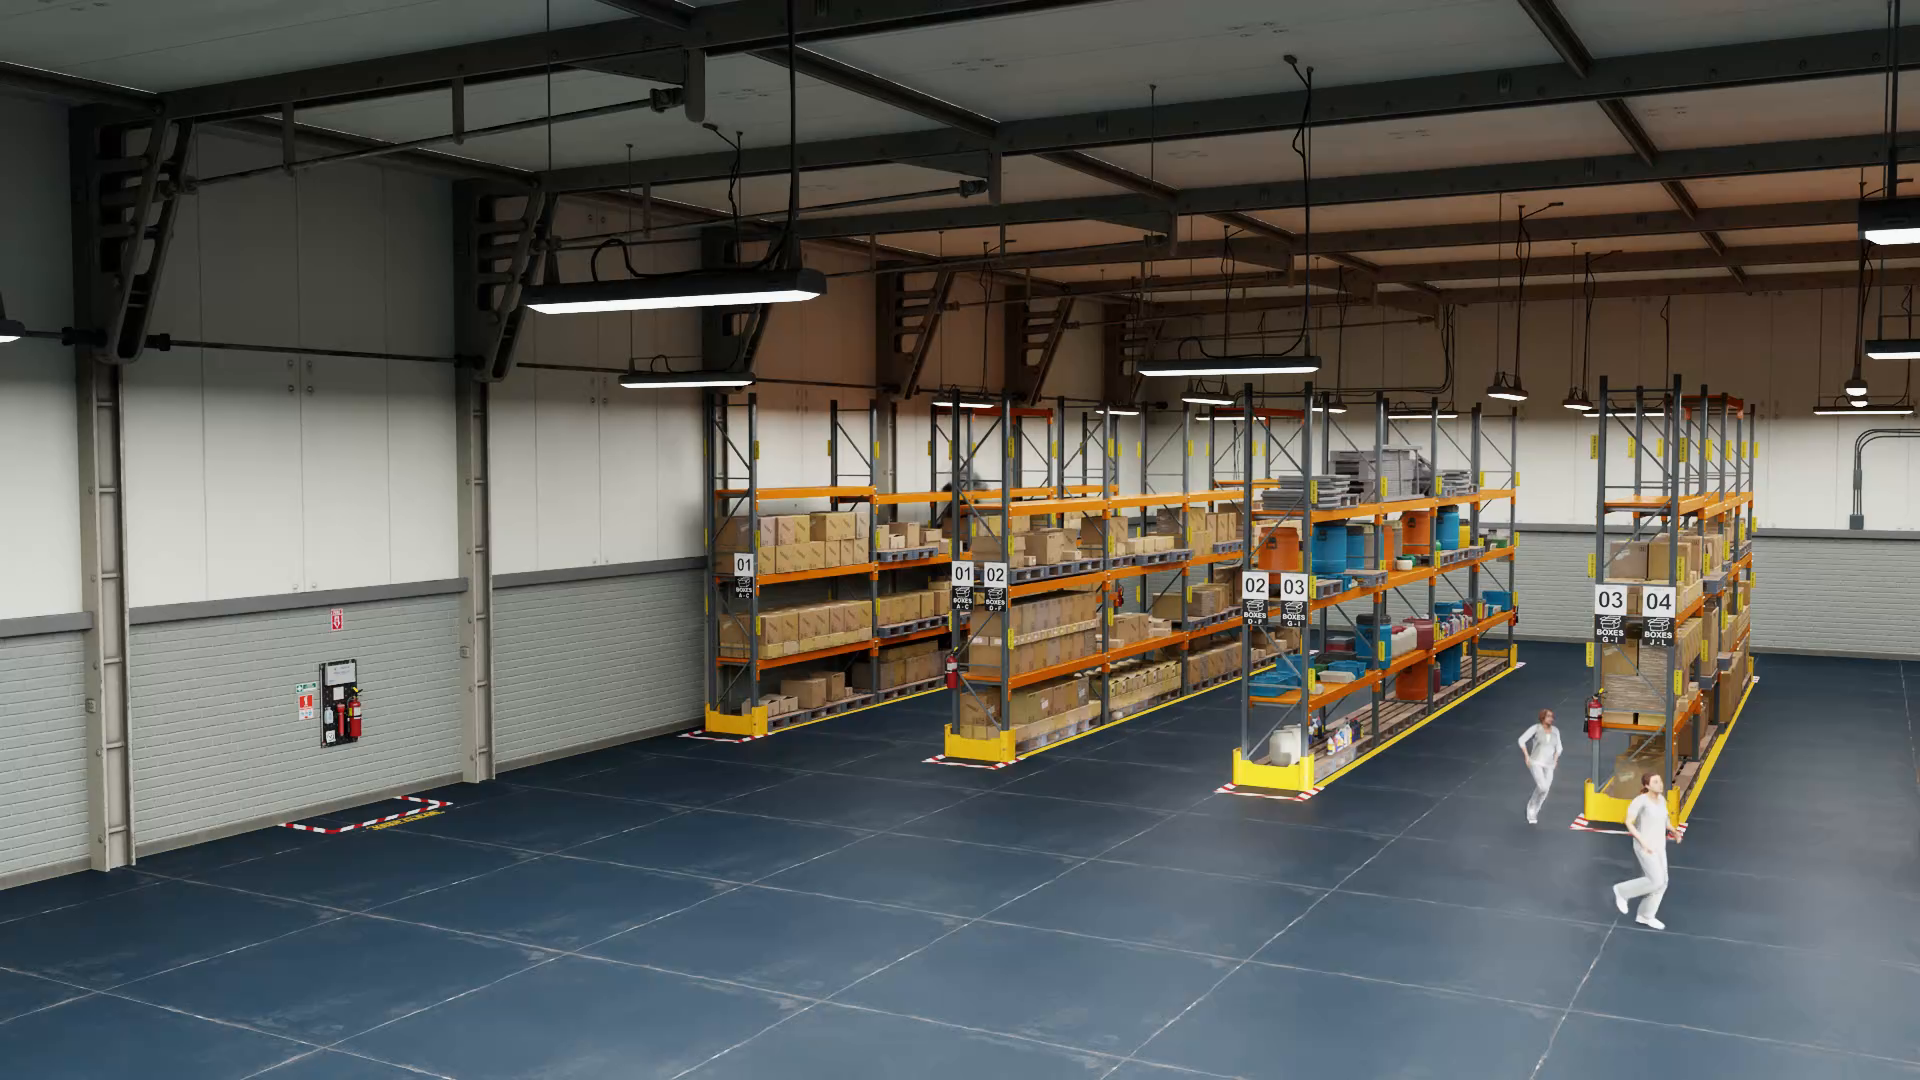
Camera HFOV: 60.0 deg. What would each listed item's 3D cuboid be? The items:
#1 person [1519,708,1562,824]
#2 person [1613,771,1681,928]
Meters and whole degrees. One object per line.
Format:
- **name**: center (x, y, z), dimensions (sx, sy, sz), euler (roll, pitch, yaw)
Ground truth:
- **person**: center (7.785, 3.022, 22.168), dimensions (0.529, 1.547, 0.515), euler (0, 3, -5)
- **person**: center (7.276, 3.244, 17.563), dimensions (0.560, 1.639, 0.605), euler (-2, 4, -31)
